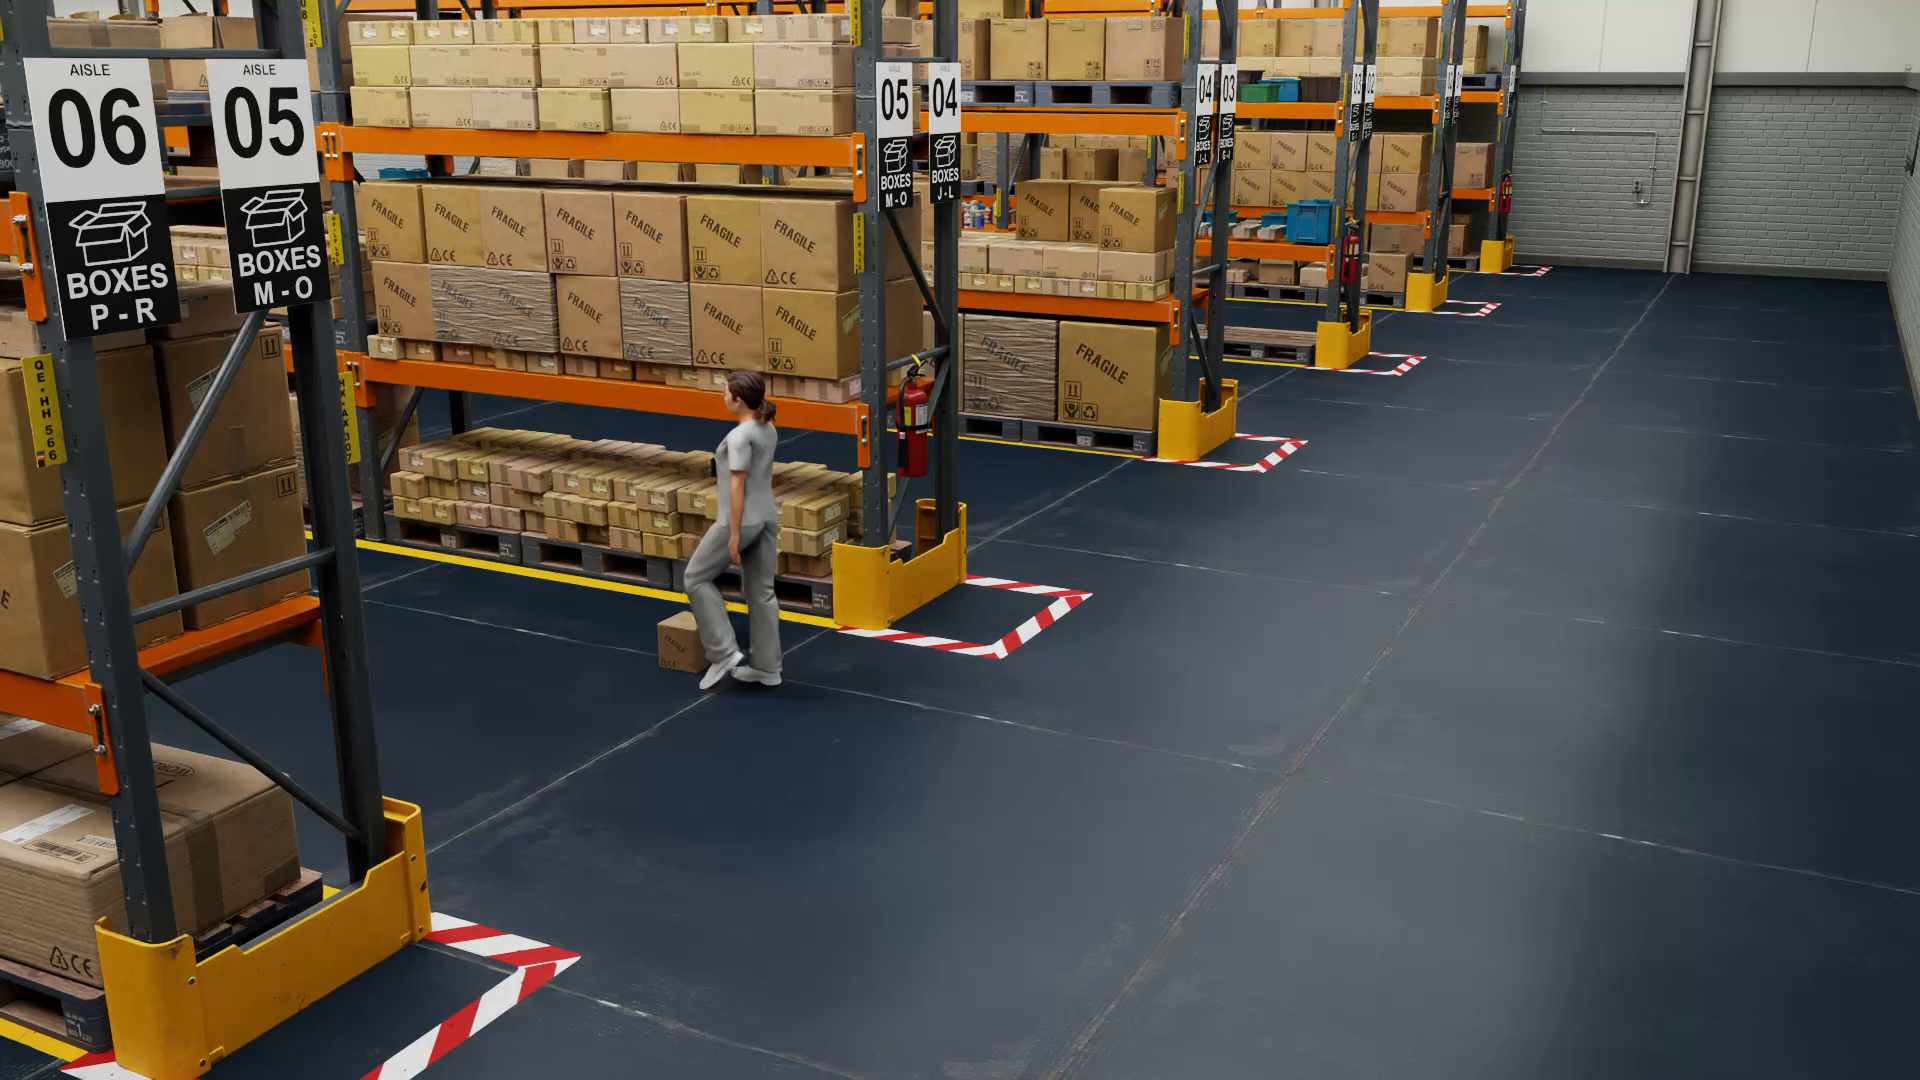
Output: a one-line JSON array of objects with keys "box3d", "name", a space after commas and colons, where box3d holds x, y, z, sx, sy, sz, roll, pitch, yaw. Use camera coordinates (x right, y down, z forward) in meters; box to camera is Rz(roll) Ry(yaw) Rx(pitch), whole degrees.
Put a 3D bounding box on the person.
[{"box3d": [-1.147, -0.055, 8.716, 0.507, 1.694, 0.504, 8, 18, 25], "name": "person"}]
